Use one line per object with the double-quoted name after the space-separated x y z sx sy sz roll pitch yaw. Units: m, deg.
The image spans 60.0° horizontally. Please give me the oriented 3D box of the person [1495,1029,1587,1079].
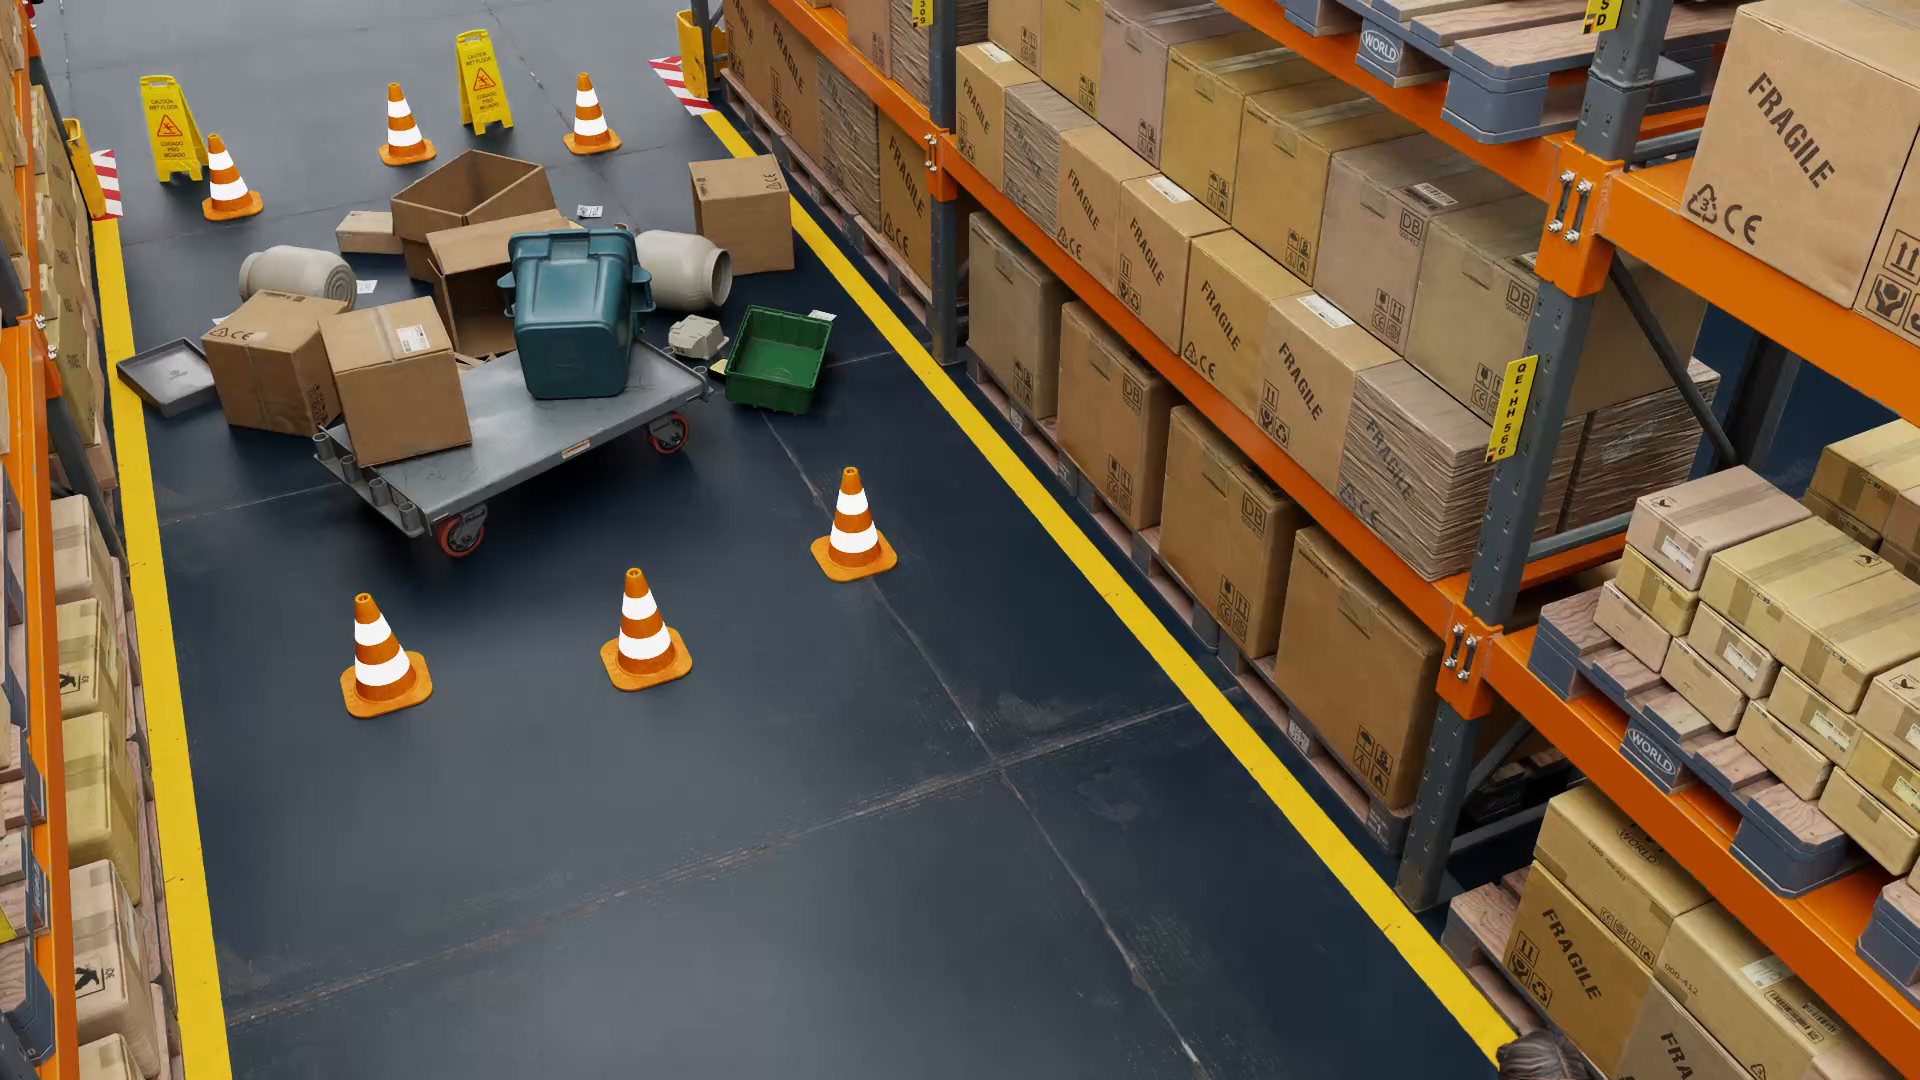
1.249 1.748 3.858 0.481 1.590 0.988 -12 39 -16 "person"
